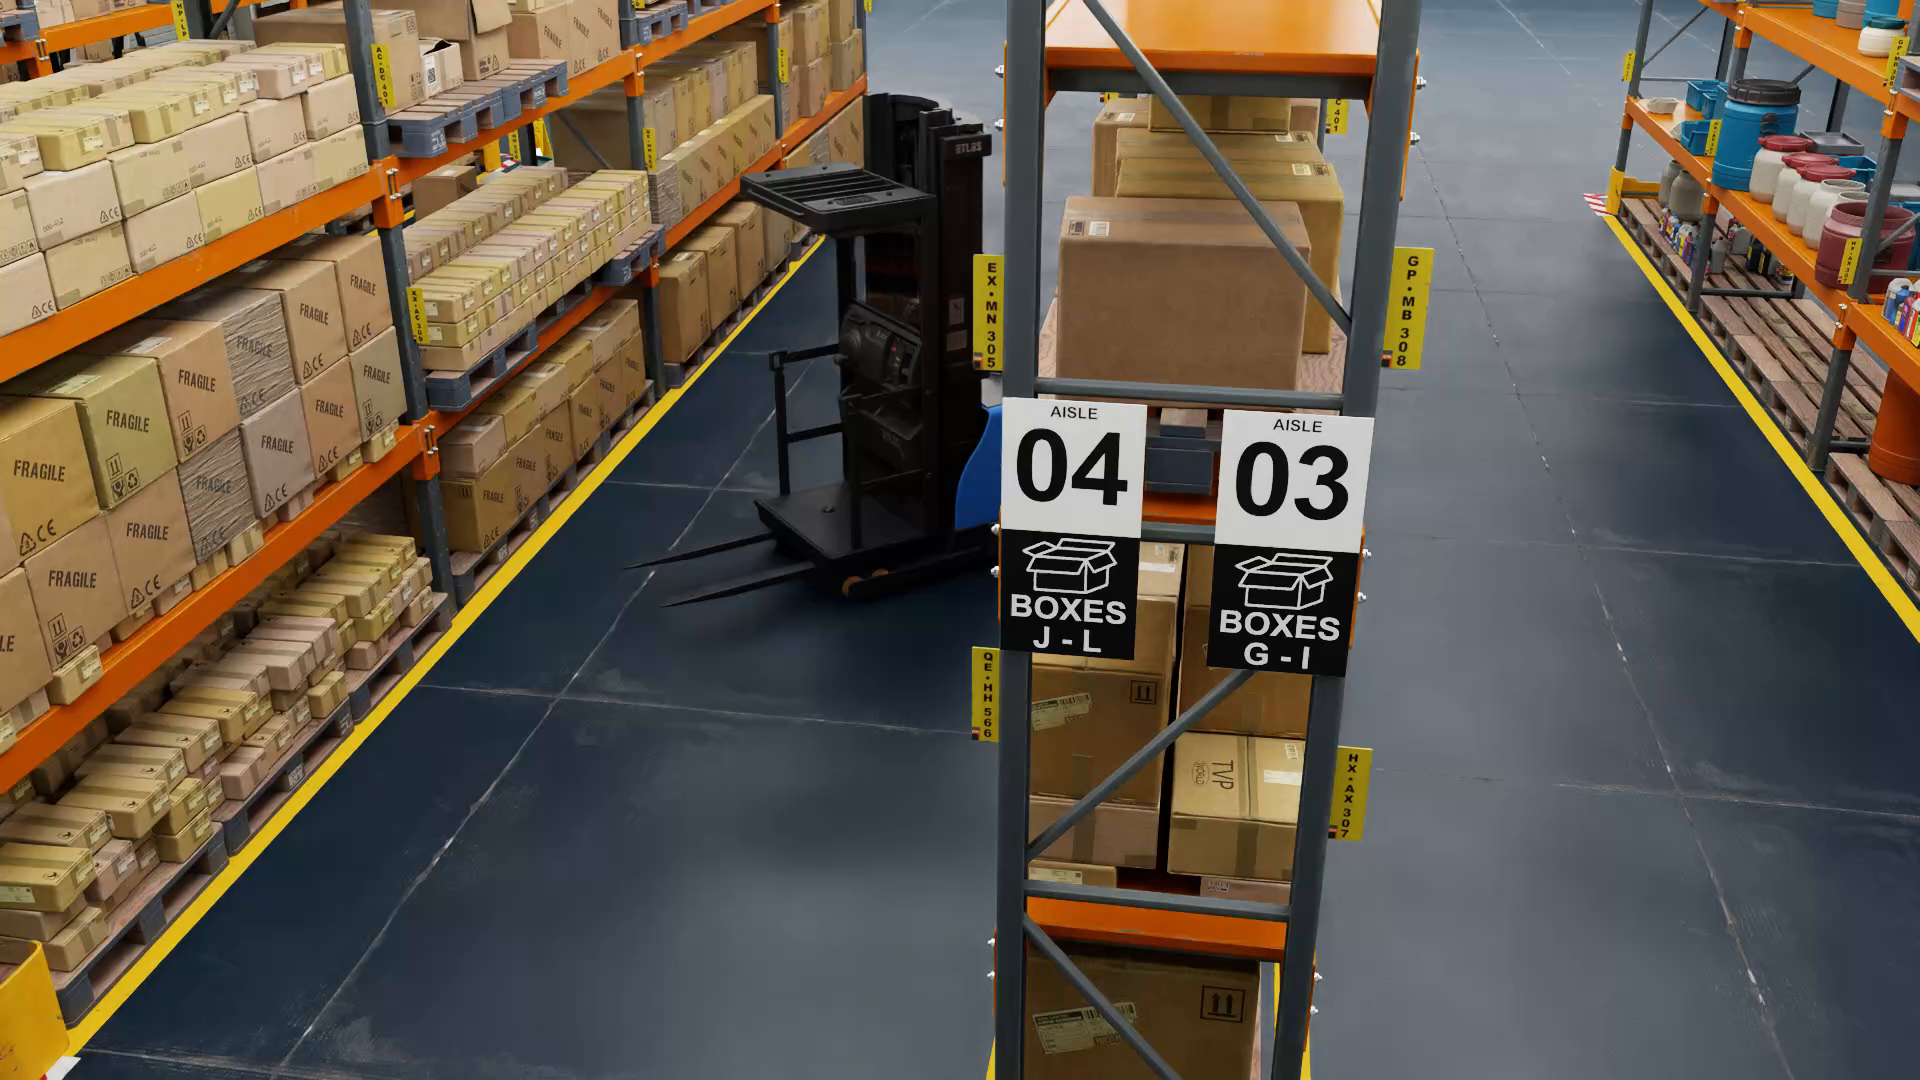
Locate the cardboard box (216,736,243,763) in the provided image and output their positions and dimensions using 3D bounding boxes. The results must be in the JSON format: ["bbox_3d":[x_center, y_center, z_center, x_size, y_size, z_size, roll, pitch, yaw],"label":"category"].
[{"bbox_3d":[-3.764,0.974,8.148,0.380,0.149,0.250,5,26,11],"label":"cardboard box"}]

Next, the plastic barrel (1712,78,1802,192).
[{"bbox_3d":[7.104,-3.614,14.842,0.600,0.901,0.708,4,25,9],"label":"plastic barrel"}]

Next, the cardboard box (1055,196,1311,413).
[{"bbox_3d":[0.651,-0.713,4.965,0.700,0.500,0.500,3,25,5],"label":"cardboard box"}]

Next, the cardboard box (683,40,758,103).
[{"bbox_3d":[-2.372,-4.547,16.129,0.700,0.500,0.500,4,25,8],"label":"cardboard box"}]

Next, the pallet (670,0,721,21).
[{"bbox_3d":[-2.718,-4.598,14.219,1.003,0.211,1.213,5,26,11],"label":"pallet"}]

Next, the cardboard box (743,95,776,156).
[{"bbox_3d":[-2.118,-4.066,16.279,0.500,0.500,0.500,4,25,8],"label":"cardboard box"}]

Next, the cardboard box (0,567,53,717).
[{"bbox_3d":[-3.912,0.413,6.360,0.500,0.500,0.500,5,26,11],"label":"cardboard box"}]

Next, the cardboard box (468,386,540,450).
[{"bbox_3d":[-3.138,-0.823,11.038,0.500,0.250,0.500,5,25,10],"label":"cardboard box"}]

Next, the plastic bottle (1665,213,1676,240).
[{"bbox_3d":[7.460,-3.284,17.428,0.097,0.271,0.097,0,25,0],"label":"plastic bottle"}]

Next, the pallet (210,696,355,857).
[{"bbox_3d":[-3.876,1.147,8.551,1.003,0.211,1.213,4,25,9],"label":"pallet"}]

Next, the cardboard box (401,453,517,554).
[{"bbox_3d":[-3.222,-0.260,10.720,0.500,0.500,0.500,5,26,11],"label":"cardboard box"}]

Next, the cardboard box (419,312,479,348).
[{"bbox_3d":[-3.086,-1.255,9.843,0.380,0.149,0.250,4,25,9],"label":"cardboard box"}]

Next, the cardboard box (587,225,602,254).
[{"bbox_3d":[-2.749,-2.127,11.705,0.380,0.149,0.250,4,25,8],"label":"cardboard box"}]

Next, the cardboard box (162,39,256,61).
[{"bbox_3d":[-3.891,-2.504,8.640,0.380,0.149,0.250,4,25,8],"label":"cardboard box"}]

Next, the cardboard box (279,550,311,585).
[{"bbox_3d":[-3.968,0.161,9.533,0.380,0.149,0.250,5,26,11],"label":"cardboard box"}]

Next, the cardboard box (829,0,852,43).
[{"bbox_3d":[-1.741,-6.098,19.289,0.875,0.550,0.550,4,25,9],"label":"cardboard box"}]

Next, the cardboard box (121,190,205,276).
[{"bbox_3d":[-3.675,-1.350,7.235,0.500,0.250,0.500,4,25,8],"label":"cardboard box"}]

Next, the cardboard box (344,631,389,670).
[{"bbox_3d":[-3.437,0.595,9.307,0.380,0.149,0.250,3,25,7],"label":"cardboard box"}]

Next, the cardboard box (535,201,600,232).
[{"bbox_3d":[-2.749,-2.266,11.653,0.380,0.149,0.250,4,25,9],"label":"cardboard box"}]

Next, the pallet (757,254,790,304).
[{"bbox_3d":[-2.348,-2.666,16.697,1.003,0.211,1.213,4,25,9],"label":"pallet"}]

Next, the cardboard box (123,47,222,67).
[{"bbox_3d":[-3.968,-2.392,8.401,0.380,0.149,0.250,3,25,6],"label":"cardboard box"}]

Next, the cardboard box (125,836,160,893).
[{"bbox_3d":[-3.861,1.446,7.489,0.380,0.149,0.250,4,25,9],"label":"cardboard box"}]

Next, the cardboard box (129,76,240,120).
[{"bbox_3d":[-3.548,-2.022,7.611,0.380,0.149,0.250,3,25,6],"label":"cardboard box"}]

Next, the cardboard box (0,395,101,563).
[{"bbox_3d":[-3.846,-0.252,6.602,0.500,0.500,0.500,5,26,10],"label":"cardboard box"}]

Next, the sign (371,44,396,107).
[{"bbox_3d":[-3.067,-2.469,8.839,0.100,0.325,0.005,4,25,9],"label":"sign"}]

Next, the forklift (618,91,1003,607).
[{"bbox_3d":[-0.677,-1.189,10.332,3.031,2.935,1.130,-15,29,-29],"label":"forklift"}]

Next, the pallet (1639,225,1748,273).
[{"bbox_3d":[7.814,-3.055,17.527,1.003,0.211,1.213,4,25,9],"label":"pallet"}]

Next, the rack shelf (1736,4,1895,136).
[{"bbox_3d":[7.140,-3.724,12.979,1.077,0.370,4.000,4,25,9],"label":"rack shelf"}]

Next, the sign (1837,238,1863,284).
[{"bbox_3d":[6.269,-1.964,11.715,0.100,0.325,0.005,4,25,9],"label":"sign"}]

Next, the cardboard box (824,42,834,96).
[{"bbox_3d":[-1.943,-5.383,19.034,0.875,0.550,0.550,4,25,9],"label":"cardboard box"}]

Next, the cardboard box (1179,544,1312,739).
[{"bbox_3d":[1.045,0.350,5.905,0.500,0.500,0.500,3,25,7],"label":"cardboard box"}]

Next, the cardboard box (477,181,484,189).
[{"bbox_3d":[-5.679,-3.781,18.734,0.500,0.500,0.500,-20,32,-36],"label":"cardboard box"}]

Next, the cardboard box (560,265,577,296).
[{"bbox_3d":[-2.834,-1.772,11.299,0.380,0.149,0.250,3,25,6],"label":"cardboard box"}]

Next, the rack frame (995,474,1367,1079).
[{"bbox_3d":[0.619,1.148,5.260,1.000,3.000,0.127,4,25,9],"label":"rack frame"}]

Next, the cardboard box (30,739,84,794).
[{"bbox_3d":[-4.302,1.032,7.672,0.380,0.149,0.250,3,25,6],"label":"cardboard box"}]

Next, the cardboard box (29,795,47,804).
[{"bbox_3d":[-4.370,1.270,7.515,0.380,0.149,0.250,3,25,6],"label":"cardboard box"}]

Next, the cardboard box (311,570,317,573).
[{"bbox_3d":[-3.979,0.185,9.834,0.380,0.149,0.250,5,26,11],"label":"cardboard box"}]

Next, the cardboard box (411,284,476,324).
[{"bbox_3d":[-3.086,-1.390,9.780,0.380,0.149,0.250,5,26,11],"label":"cardboard box"}]

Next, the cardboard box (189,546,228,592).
[{"bbox_3d":[-3.677,0.107,7.780,0.380,0.149,0.250,5,26,10],"label":"cardboard box"}]

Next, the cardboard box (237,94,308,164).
[{"bbox_3d":[-3.525,-2.001,8.035,0.500,0.250,0.500,3,25,6],"label":"cardboard box"}]

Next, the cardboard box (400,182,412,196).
[{"bbox_3d":[-6.674,-4.177,19.383,0.500,0.250,0.500,4,25,8],"label":"cardboard box"}]

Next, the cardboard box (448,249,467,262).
[{"bbox_3d":[-3.522,-1.854,11.123,0.380,0.149,0.250,4,25,9],"label":"cardboard box"}]

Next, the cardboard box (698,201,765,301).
[{"bbox_3d":[-2.471,-2.759,15.765,1.050,0.750,0.750,4,25,9],"label":"cardboard box"}]

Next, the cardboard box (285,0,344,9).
[{"bbox_3d":[-6.806,-5.572,17.967,0.700,0.500,0.500,4,25,9],"label":"cardboard box"}]

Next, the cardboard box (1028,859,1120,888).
[{"bbox_3d":[0.352,1.090,5.680,0.380,0.149,0.250,5,25,10],"label":"cardboard box"}]

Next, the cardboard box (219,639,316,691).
[{"bbox_3d":[-3.546,0.638,8.515,0.380,0.149,0.250,3,25,7],"label":"cardboard box"}]

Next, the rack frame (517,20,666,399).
[{"bbox_3d":[-2.950,-2.584,13.232,1.000,3.000,0.127,4,25,9],"label":"rack frame"}]

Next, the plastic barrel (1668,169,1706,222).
[{"bbox_3d":[8.006,-3.774,18.214,0.421,0.512,0.421,0,25,0],"label":"plastic barrel"}]

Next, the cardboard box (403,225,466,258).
[{"bbox_3d":[-3.517,-1.984,11.049,0.380,0.149,0.250,3,25,6],"label":"cardboard box"}]

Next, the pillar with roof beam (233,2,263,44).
[{"bbox_3d":[-7.216,-11.273,24.718,9.100,9.000,0.400,4,25,9],"label":"pillar with roof beam"}]

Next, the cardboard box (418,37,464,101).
[{"bbox_3d":[-3.253,-2.773,9.708,0.500,0.311,0.500,4,25,8],"label":"cardboard box"}]

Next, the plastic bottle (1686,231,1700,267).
[{"bbox_3d":[7.319,-2.897,16.507,0.144,0.351,0.185,3,25,6],"label":"plastic bottle"}]

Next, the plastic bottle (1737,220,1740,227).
[{"bbox_3d":[8.184,-3.265,17.380,0.152,0.276,0.135,4,25,9],"label":"plastic bottle"}]

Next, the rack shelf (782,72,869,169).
[{"bbox_3d":[-1.970,-4.768,18.746,1.077,0.370,4.000,4,25,9],"label":"rack shelf"}]

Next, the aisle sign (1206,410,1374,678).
[{"bbox_3d":[0.903,0.021,4.600,0.394,0.787,0.004,4,25,9],"label":"aisle sign"}]

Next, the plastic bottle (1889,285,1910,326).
[{"bbox_3d":[6.377,-1.592,11.264,0.097,0.271,0.097,0,25,0],"label":"plastic bottle"}]

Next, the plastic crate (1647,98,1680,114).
[{"bbox_3d":[7.657,-4.730,18.127,0.298,0.136,0.250,4,25,9],"label":"plastic crate"}]

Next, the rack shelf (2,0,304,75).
[{"bbox_3d":[-7.523,-4.754,15.178,1.077,0.370,4.000,4,25,9],"label":"rack shelf"}]
